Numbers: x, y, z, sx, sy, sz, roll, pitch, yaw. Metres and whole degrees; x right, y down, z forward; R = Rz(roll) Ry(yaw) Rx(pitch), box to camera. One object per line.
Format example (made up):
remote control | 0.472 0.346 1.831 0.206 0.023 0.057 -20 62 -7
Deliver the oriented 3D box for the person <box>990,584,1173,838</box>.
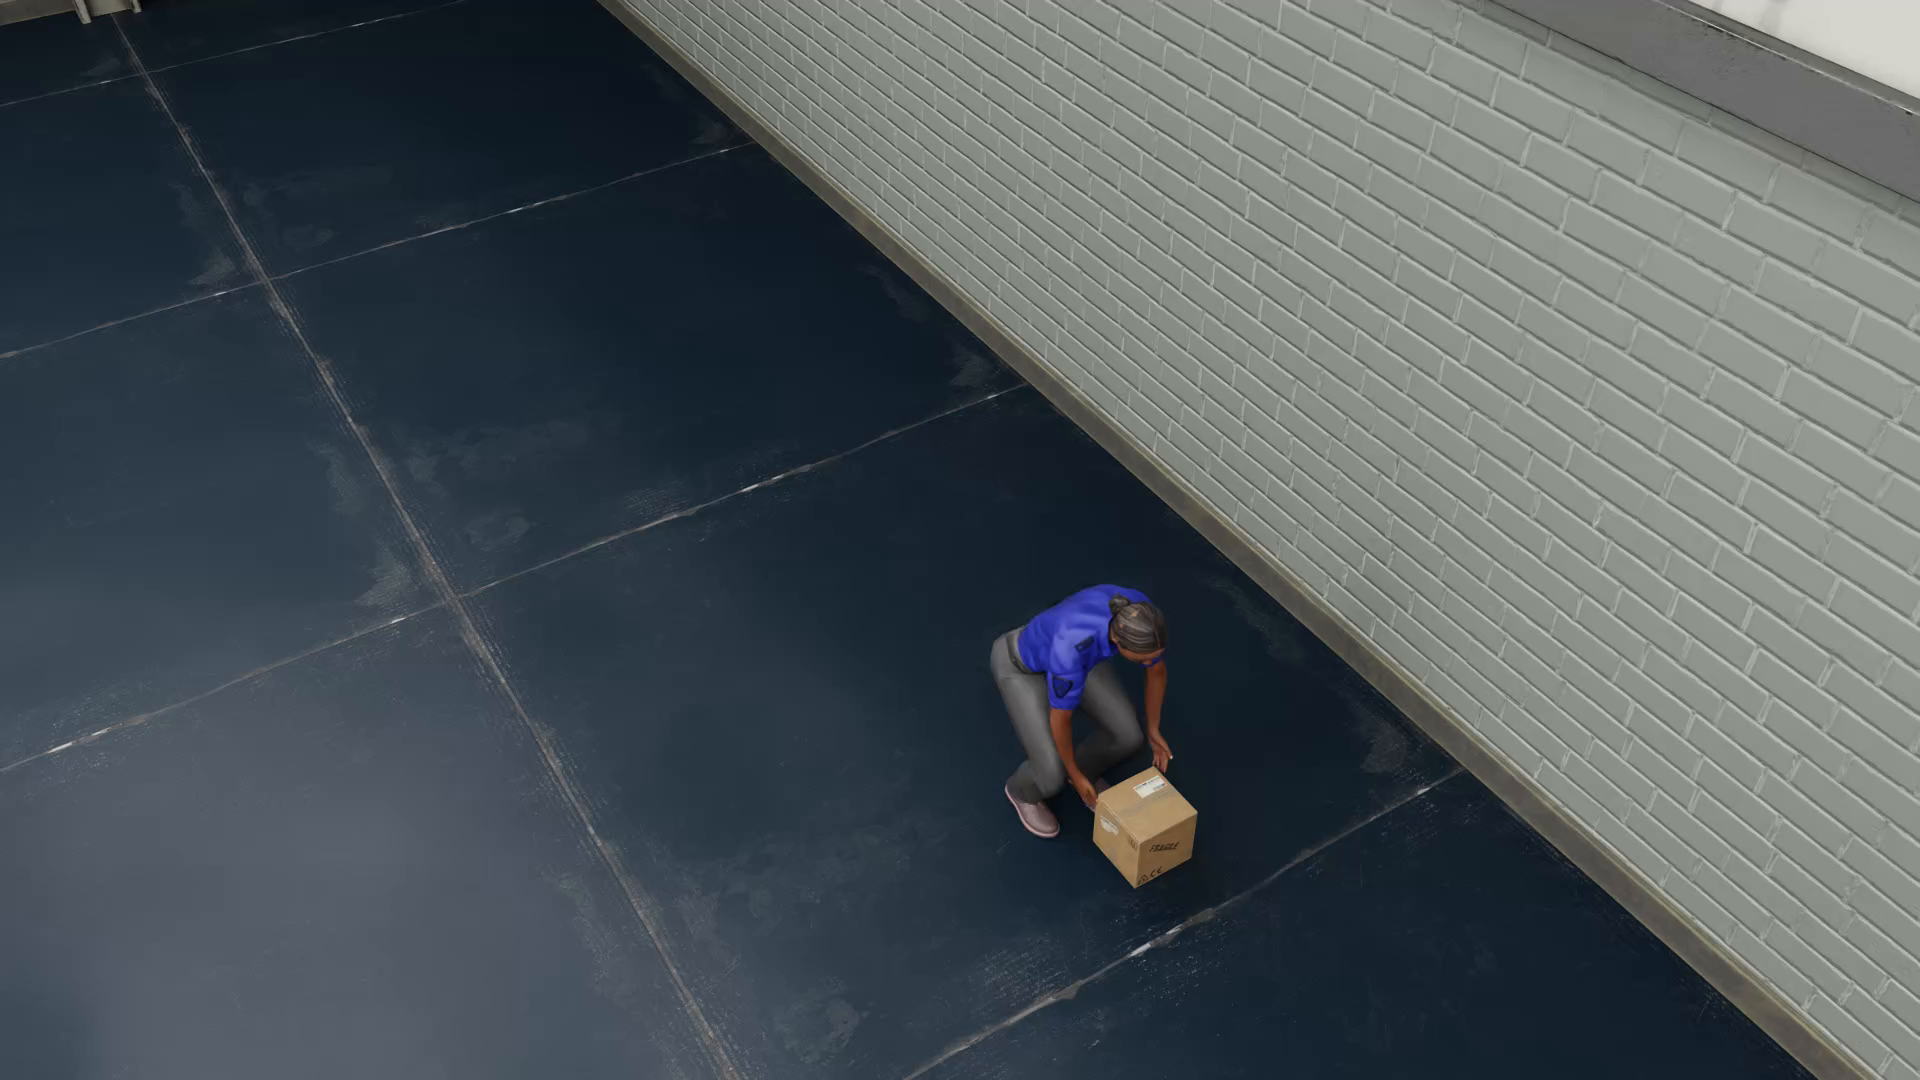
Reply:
person | 0.439 0.545 5.875 0.500 1.220 0.706 -23 46 -24
